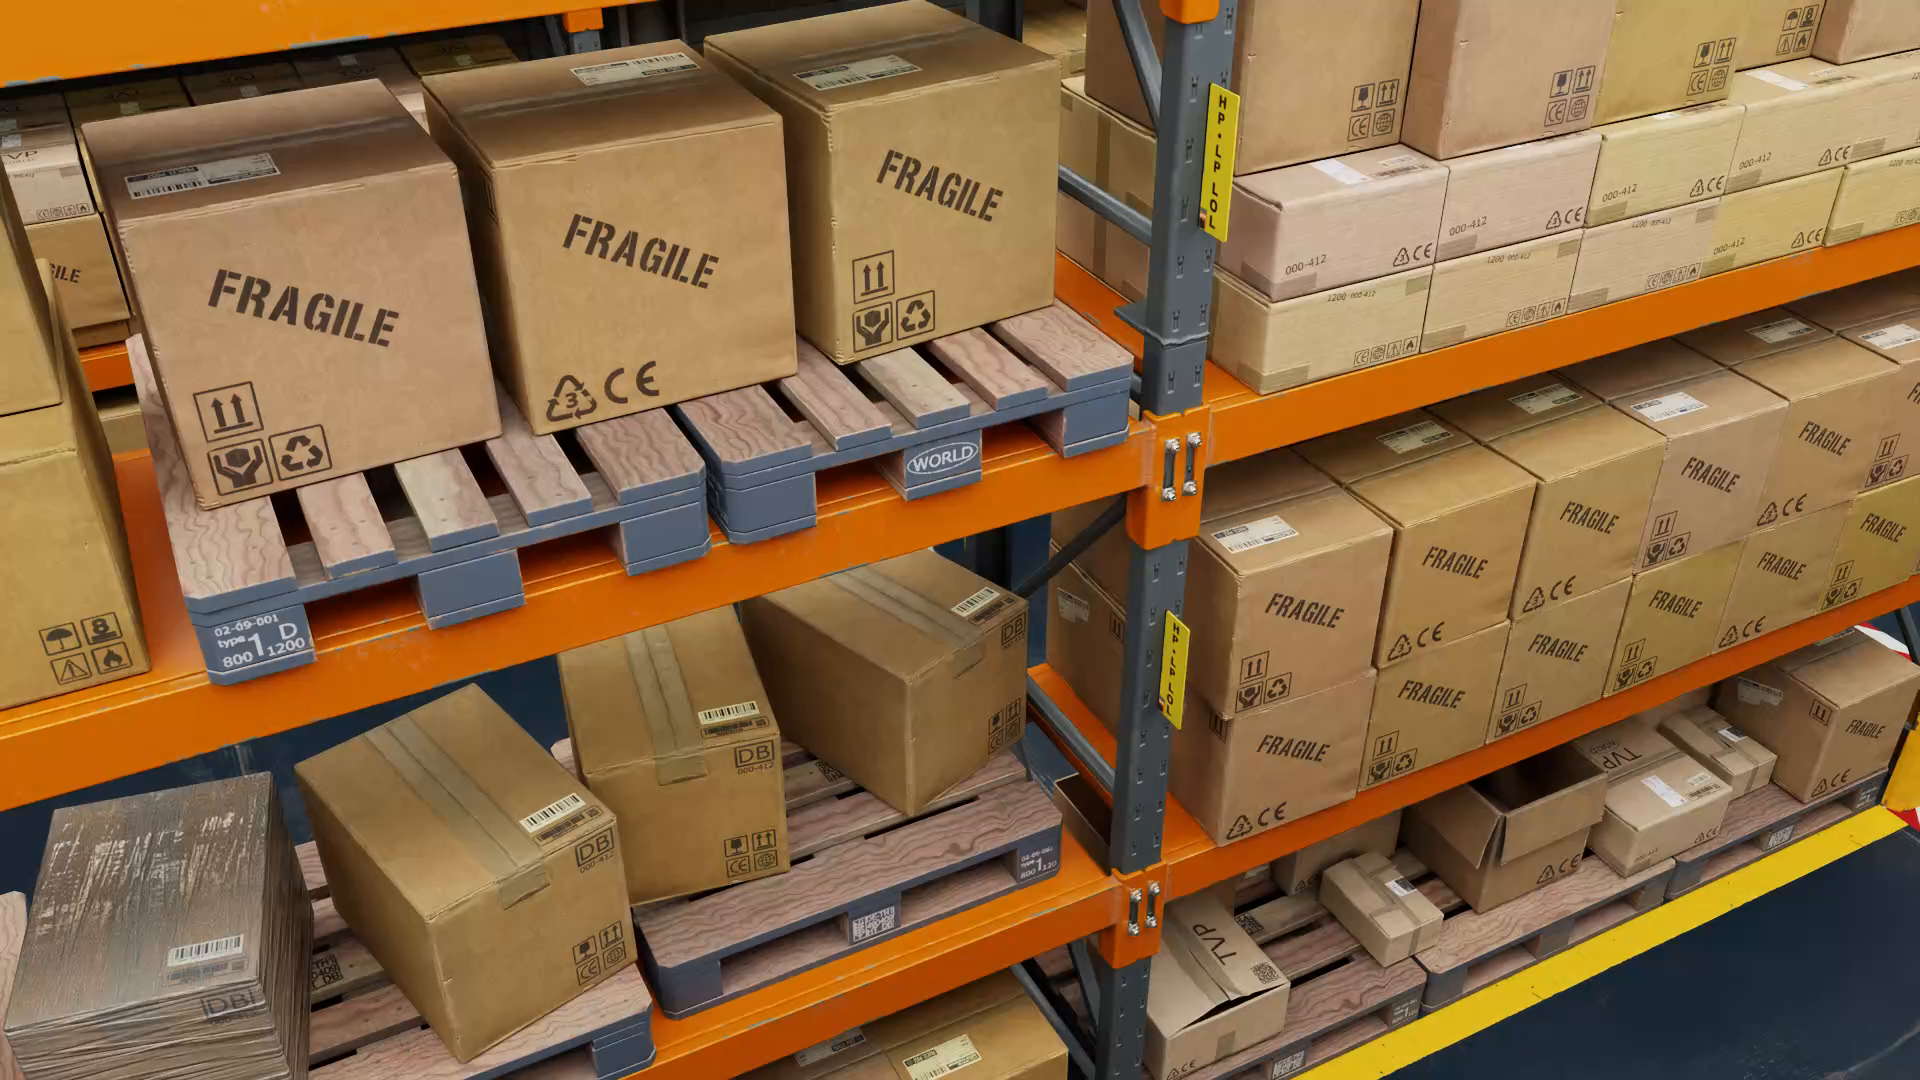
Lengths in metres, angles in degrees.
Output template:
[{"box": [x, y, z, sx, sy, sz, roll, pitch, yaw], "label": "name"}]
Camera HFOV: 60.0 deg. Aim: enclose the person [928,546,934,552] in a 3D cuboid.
[{"box": [-0.442, 0.029, 7.972, 0.473, 0.853, 0.886, -16, 37, -23], "label": "person"}]
